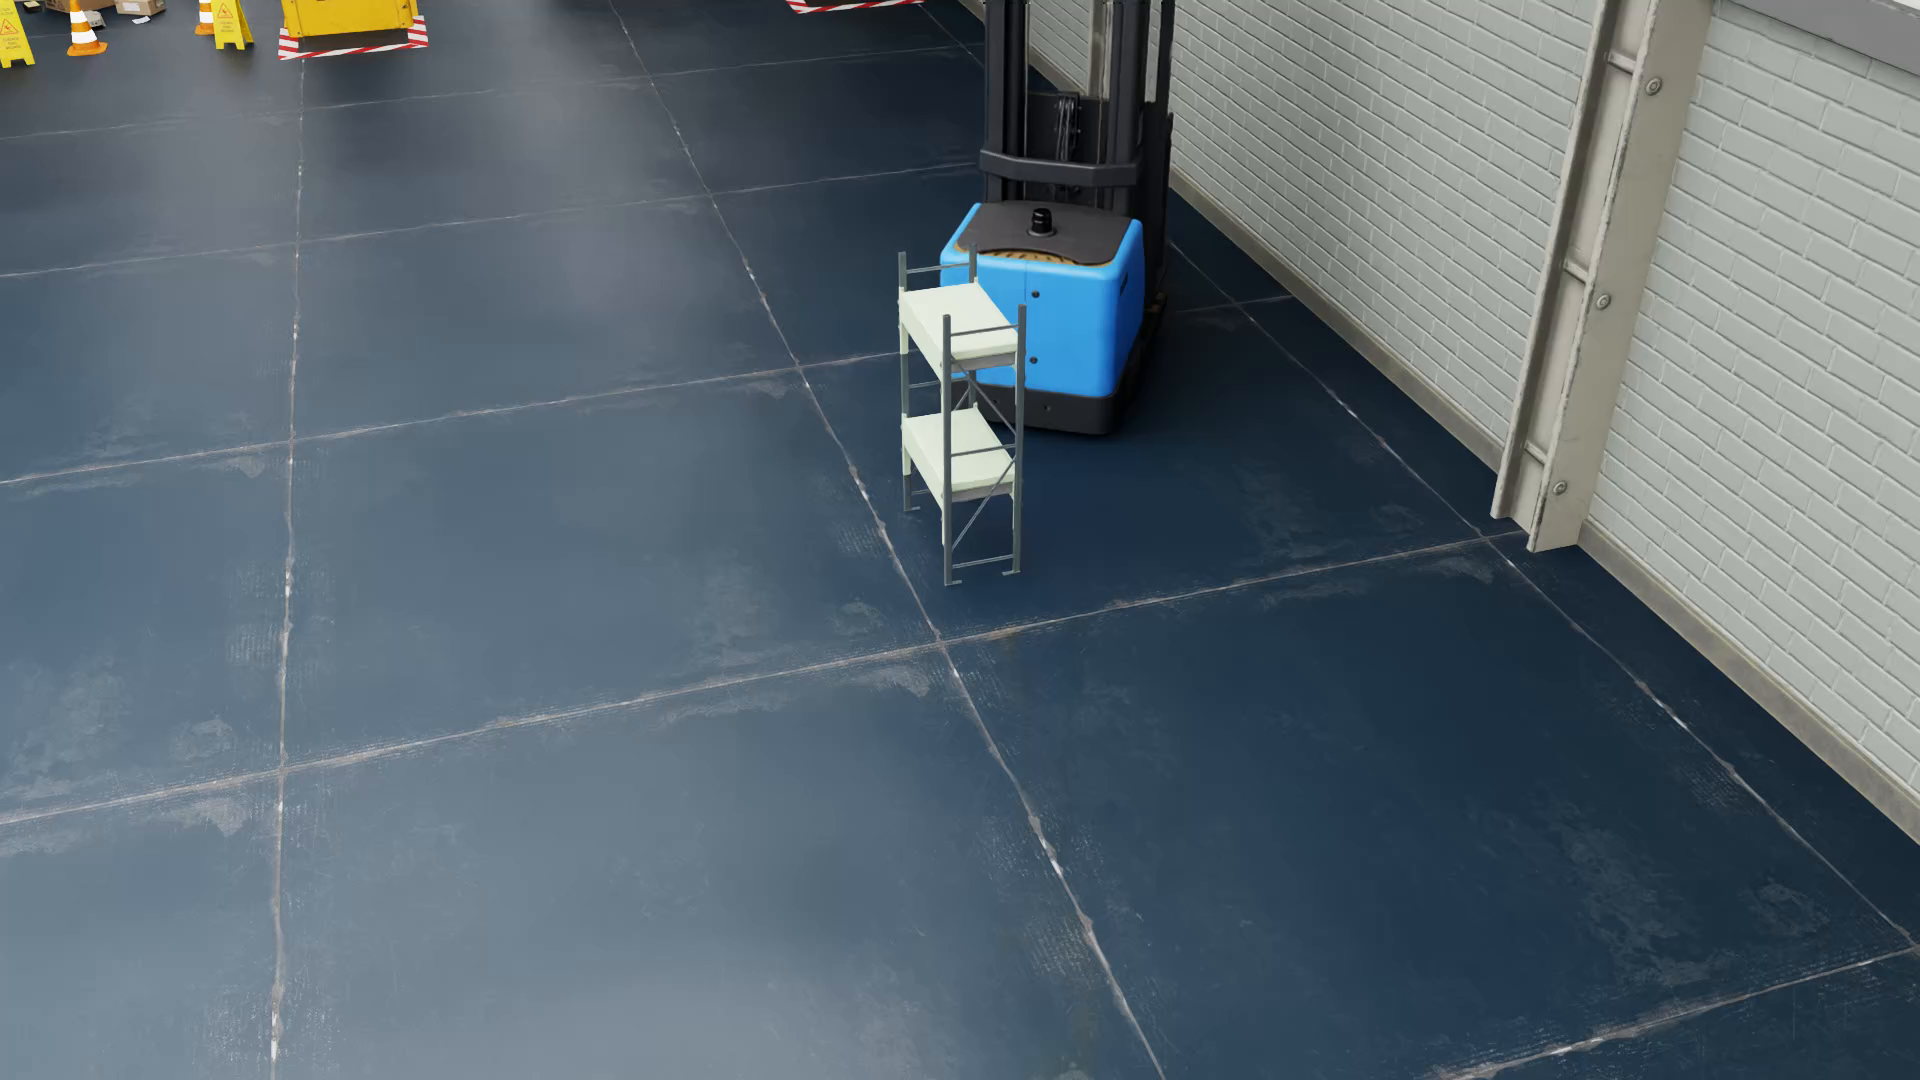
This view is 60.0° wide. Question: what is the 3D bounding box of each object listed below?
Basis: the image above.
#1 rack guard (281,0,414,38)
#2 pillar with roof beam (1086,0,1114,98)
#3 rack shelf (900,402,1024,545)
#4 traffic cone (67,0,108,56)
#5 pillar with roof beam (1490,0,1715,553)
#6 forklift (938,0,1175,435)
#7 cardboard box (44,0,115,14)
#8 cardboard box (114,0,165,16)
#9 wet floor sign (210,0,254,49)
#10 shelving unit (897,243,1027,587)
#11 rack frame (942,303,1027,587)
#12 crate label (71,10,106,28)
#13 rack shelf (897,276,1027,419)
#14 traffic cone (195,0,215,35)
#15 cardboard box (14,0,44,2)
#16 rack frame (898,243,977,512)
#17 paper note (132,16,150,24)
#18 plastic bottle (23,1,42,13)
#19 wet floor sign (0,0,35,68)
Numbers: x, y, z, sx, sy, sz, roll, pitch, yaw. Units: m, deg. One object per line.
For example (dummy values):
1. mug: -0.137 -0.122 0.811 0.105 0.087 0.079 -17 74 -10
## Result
1. rack guard: -5.995 -5.259 16.255 1.175 0.500 0.348 -10 35 -15
2. pillar with roof beam: -2.869 -6.244 10.038 9.100 9.000 0.400 -10 35 -15
3. rack shelf: 0.002 -0.350 8.511 0.431 0.370 0.720 -10 35 -15
4. traffic cone: -8.285 -4.847 15.666 0.336 0.463 0.334 -10 35 -15
5. pillar with roof beam: -1.039 -3.094 5.270 9.100 9.000 0.400 -10 35 -15
6. forklift: 0.748 -2.632 10.075 1.130 2.935 3.031 8 34 12
7. cardboard box: -8.918 -5.717 16.945 0.637 0.503 0.797 19 38 26
8. cardboard box: -8.295 -5.421 16.818 0.380 0.149 0.250 7 34 10
9. wet floor sign: -6.933 -5.000 15.731 0.267 0.644 0.232 1 33 2
10. shelving unit: 0.002 -0.622 8.331 0.431 1.500 0.755 -10 35 -15
11. rack frame: 0.114 -0.430 8.040 0.400 1.500 0.023 -10 35 -15
12. crate label: -8.583 -5.114 16.364 0.298 0.136 0.250 27 42 34
13. rack shelf: 0.002 -0.948 8.116 0.431 0.370 0.720 -10 35 -15
14. traffic cone: -7.331 -5.212 16.218 0.336 0.463 0.334 -10 35 -15
15. cardboard box: -9.597 -5.743 17.200 0.396 0.266 0.258 -4 34 -6
16. rack frame: -0.110 -0.814 8.622 0.400 1.500 0.023 -10 35 -15
17. paper note: -8.155 -5.185 16.569 0.148 0.019 0.142 -23 40 -31
18. plastic bottle: -9.441 -5.426 16.907 0.133 0.061 0.283 -23 40 -31
19. wet floor sign: -8.760 -4.712 15.295 0.267 0.644 0.232 -16 37 -23
